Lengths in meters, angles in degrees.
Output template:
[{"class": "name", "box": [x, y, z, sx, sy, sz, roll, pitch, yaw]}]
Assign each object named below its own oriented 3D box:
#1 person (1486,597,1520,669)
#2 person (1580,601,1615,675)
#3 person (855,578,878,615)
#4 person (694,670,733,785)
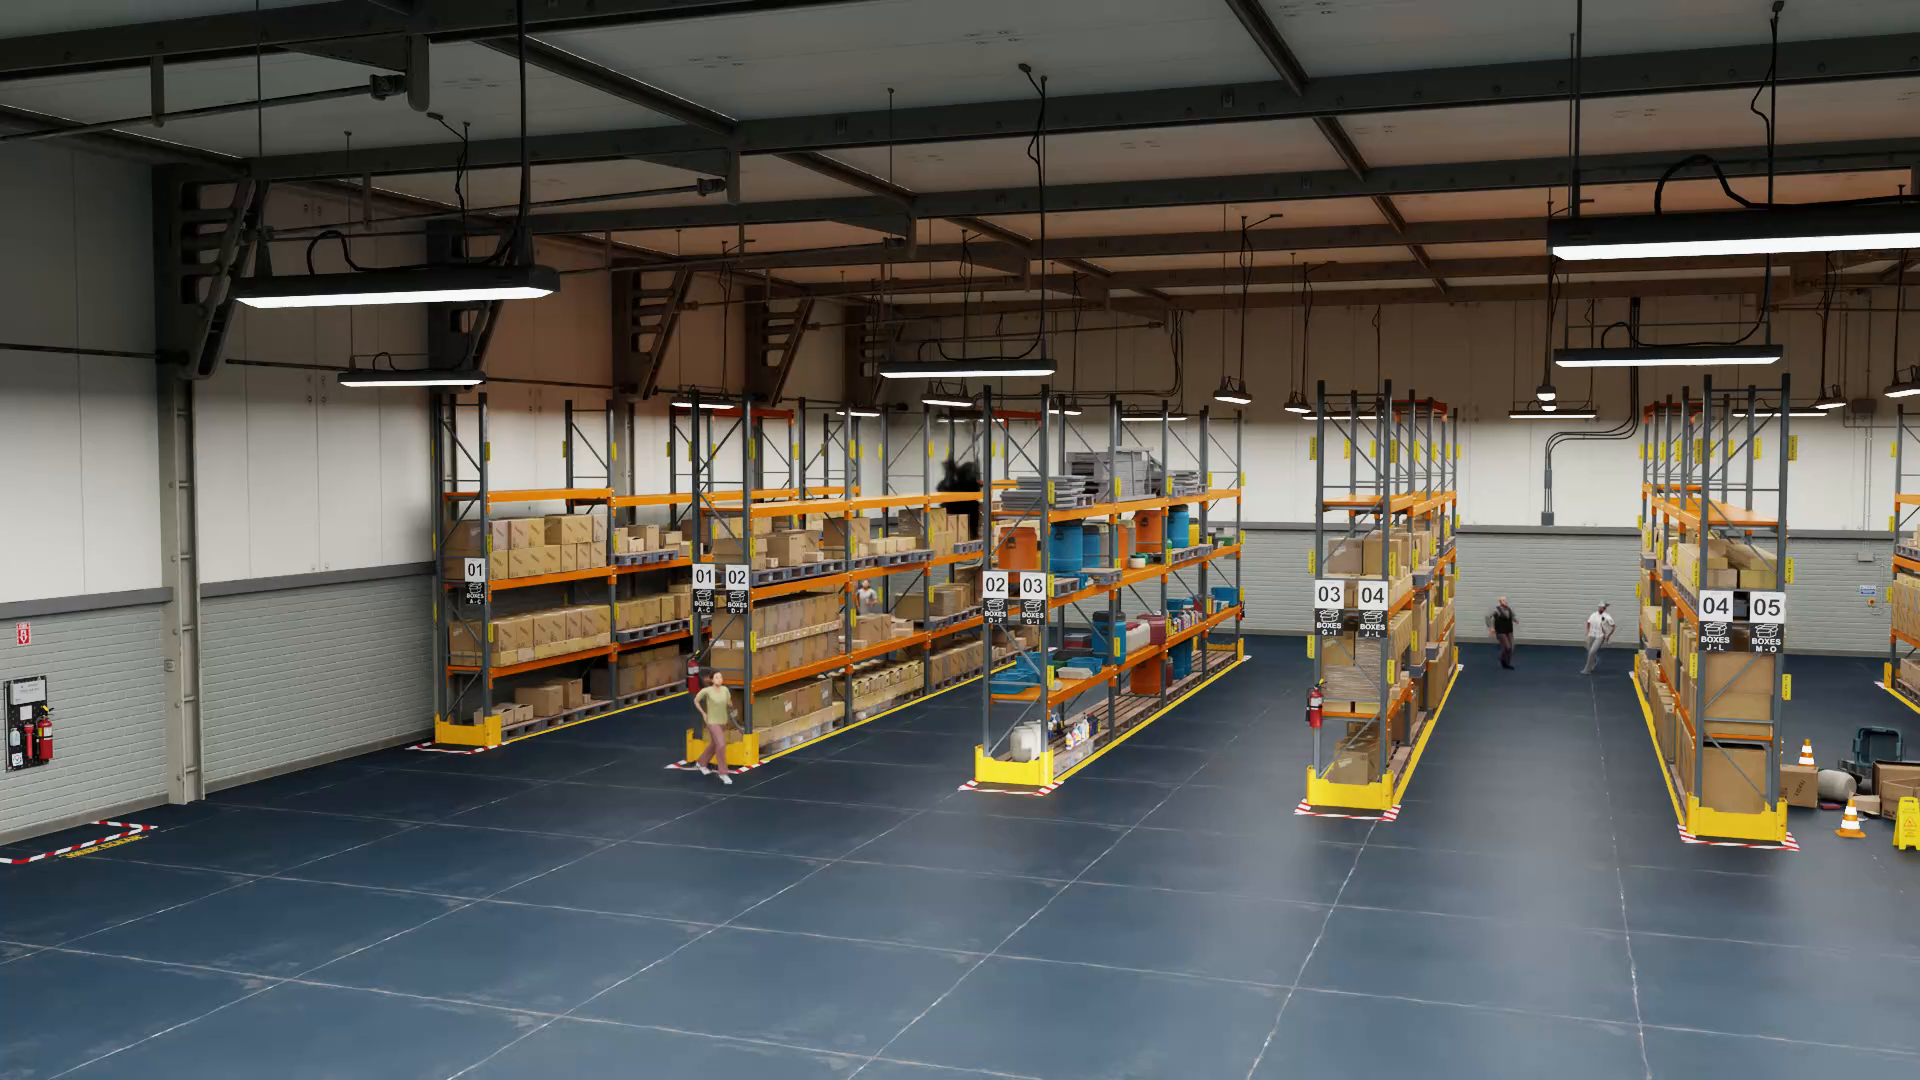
[{"class": "person", "box": [12.478, 2.134, 38.111, 0.785, 1.676, 0.558, -1, 3, -17]}, {"class": "person", "box": [14.341, 2.186, 37.371, 0.837, 1.650, 0.622, -3, 4, -43]}, {"class": "person", "box": [-2.232, 1.776, 39.520, 0.565, 1.756, 0.674, 0, 3, 6]}, {"class": "person", "box": [-3.706, 2.816, 25.319, 0.880, 1.700, 0.555, 3, 4, 43]}]
